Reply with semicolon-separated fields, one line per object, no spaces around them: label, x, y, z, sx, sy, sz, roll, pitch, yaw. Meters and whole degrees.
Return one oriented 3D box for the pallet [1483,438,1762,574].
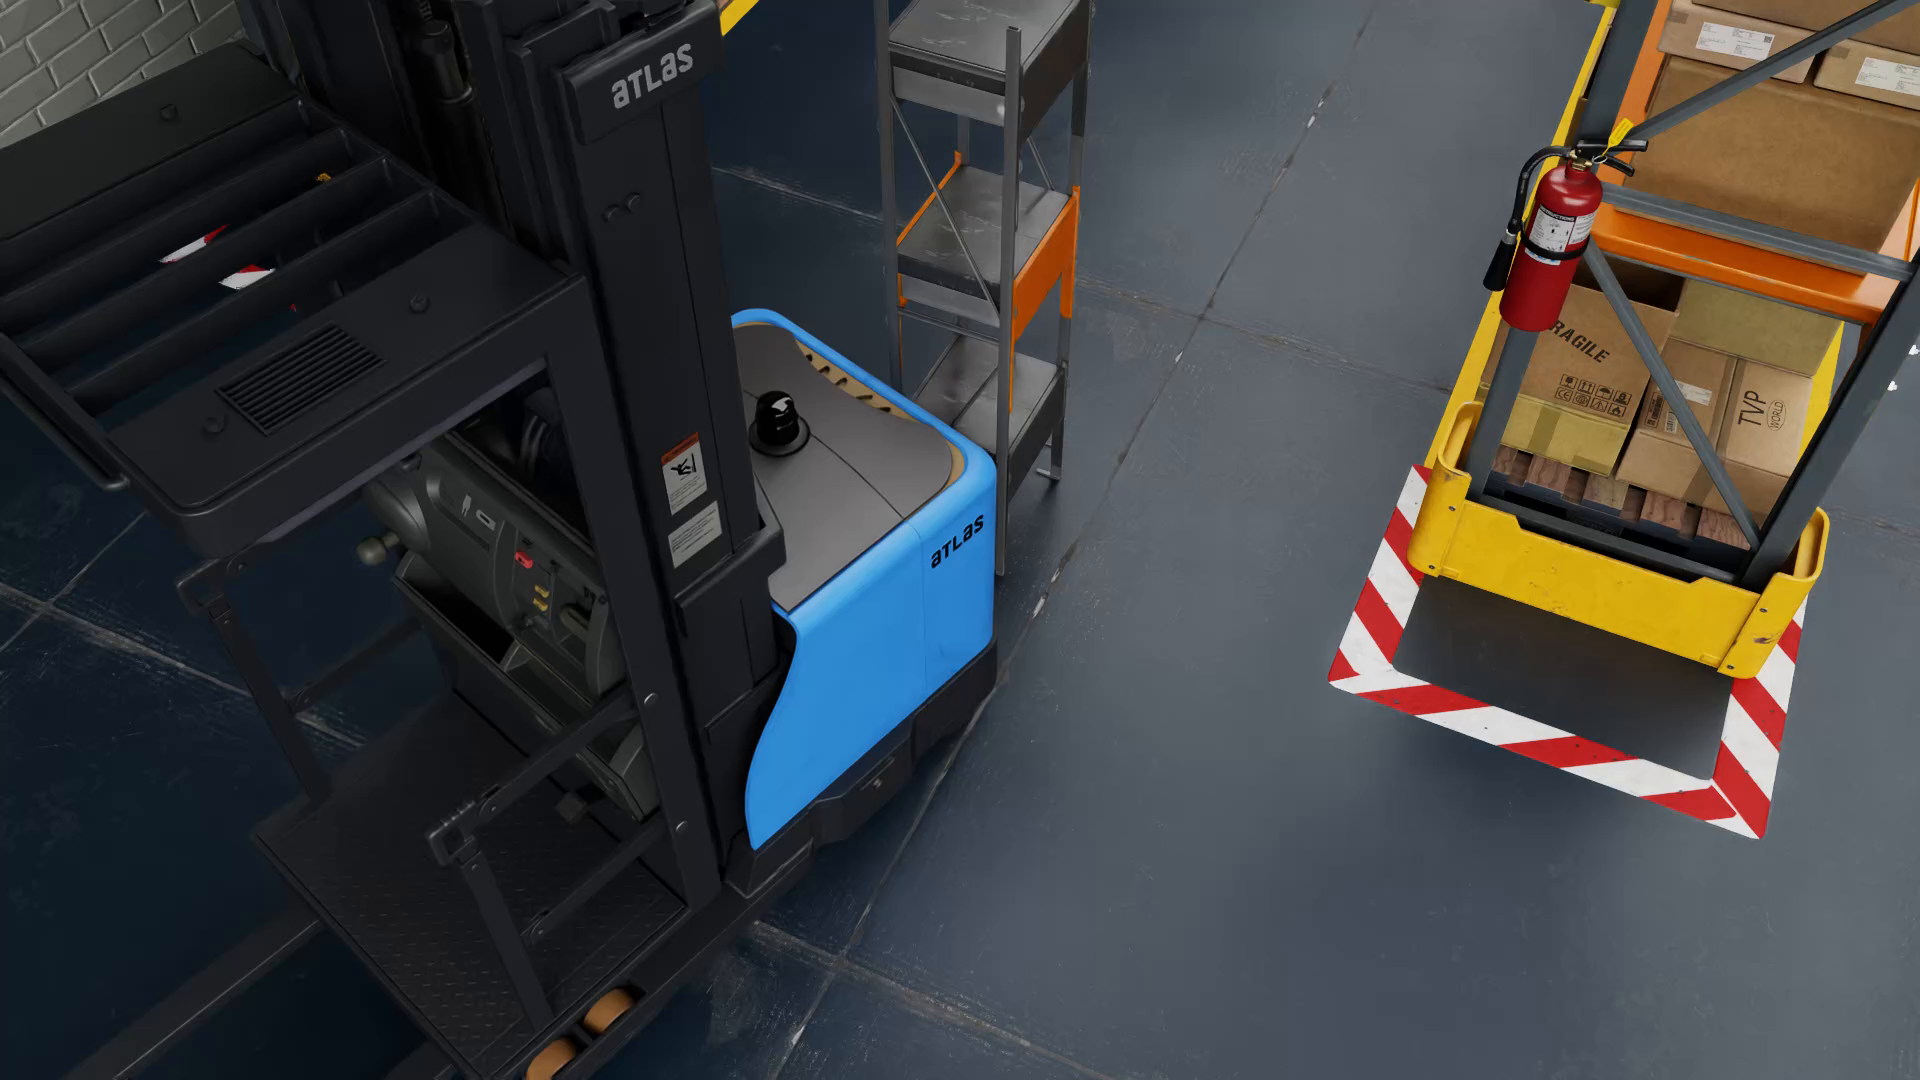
pallet;2.409;-0.468;6.010;1.003;0.211;1.213;20;52;16

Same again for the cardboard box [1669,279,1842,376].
cardboard box;2.763;-0.962;5.636;0.500;0.500;0.500;20;52;16

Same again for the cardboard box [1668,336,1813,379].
cardboard box;2.761;-0.719;5.922;0.500;0.250;0.500;20;52;16

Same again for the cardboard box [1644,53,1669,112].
cardboard box;2.552;-1.545;5.029;0.700;0.500;0.500;21;53;17

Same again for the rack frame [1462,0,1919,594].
rack frame;2.121;-0.832;4.488;1.000;3.000;0.127;20;52;16

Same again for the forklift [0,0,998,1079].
forklift;-1.251;0.104;3.737;1.130;2.935;3.031;35;58;26

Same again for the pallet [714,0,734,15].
pallet;-1.426;-2.975;8.142;1.003;0.211;1.213;20;52;16

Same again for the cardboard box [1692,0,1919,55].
cardboard box;2.354;-1.638;4.257;0.700;0.500;0.500;20;52;16

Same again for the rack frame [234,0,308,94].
rack frame;-2.360;-2.441;5.857;1.000;3.000;0.127;20;52;16

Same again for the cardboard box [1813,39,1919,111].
cardboard box;2.483;-1.274;4.373;0.380;0.149;0.250;19;52;16

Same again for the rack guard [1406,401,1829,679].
rack guard;2.110;-0.005;5.426;1.175;0.500;0.348;20;52;16

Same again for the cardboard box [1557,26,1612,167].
cardboard box;2.495;-1.479;6.076;0.500;0.500;0.500;20;52;16

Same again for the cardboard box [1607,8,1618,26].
cardboard box;2.709;-1.823;6.369;0.500;0.500;0.500;20;52;16

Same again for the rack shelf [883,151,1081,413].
rack shelf;0.071;-0.786;5.058;0.431;0.518;0.480;20;52;16

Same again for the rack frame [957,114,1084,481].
rack frame;0.175;-0.962;5.190;0.400;2.100;0.015;20;52;16

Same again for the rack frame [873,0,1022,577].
rack frame;-0.034;-0.626;4.904;0.400;2.100;0.015;20;52;16

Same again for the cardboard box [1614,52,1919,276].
cardboard box;2.332;-1.181;4.720;0.700;0.500;0.500;20;52;16

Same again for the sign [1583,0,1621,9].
sign;1.636;-1.470;4.115;0.100;0.325;0.005;20;52;16

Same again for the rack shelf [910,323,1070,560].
rack shelf;0.071;-0.332;5.591;0.431;0.518;0.480;20;52;16

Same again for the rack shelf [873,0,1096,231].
rack shelf;0.071;-1.239;4.525;0.431;0.518;0.480;20;52;16

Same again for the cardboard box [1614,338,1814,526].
cardboard box;2.551;-0.374;5.628;0.500;0.250;0.500;20;52;16

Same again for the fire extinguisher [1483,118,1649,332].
fire extinguisher;1.650;-0.876;4.577;0.296;0.674;0.183;20;52;16

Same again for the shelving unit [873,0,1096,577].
shelving unit;0.071;-0.794;5.047;0.431;2.100;0.503;20;52;16

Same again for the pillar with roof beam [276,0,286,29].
pillar with roof beam;1.049;-3.748;3.030;9.100;9.000;0.400;20;52;16

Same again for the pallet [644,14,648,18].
pallet;-1.948;-2.138;7.430;1.003;0.211;1.213;20;52;16

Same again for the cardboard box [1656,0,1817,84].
cardboard box;2.111;-1.399;4.480;0.380;0.149;0.250;19;52;15

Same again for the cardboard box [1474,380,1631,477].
cardboard box;2.082;-0.542;5.771;0.500;0.250;0.500;20;52;16

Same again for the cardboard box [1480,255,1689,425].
cardboard box;2.081;-0.786;5.486;0.500;0.500;0.500;20;52;16

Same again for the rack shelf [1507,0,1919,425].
rack shelf;2.975;-1.976;5.934;1.077;0.370;4.000;20;52;16

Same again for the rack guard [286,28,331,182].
rack guard;-2.327;-1.683;6.854;1.175;0.500;0.348;20;52;16
